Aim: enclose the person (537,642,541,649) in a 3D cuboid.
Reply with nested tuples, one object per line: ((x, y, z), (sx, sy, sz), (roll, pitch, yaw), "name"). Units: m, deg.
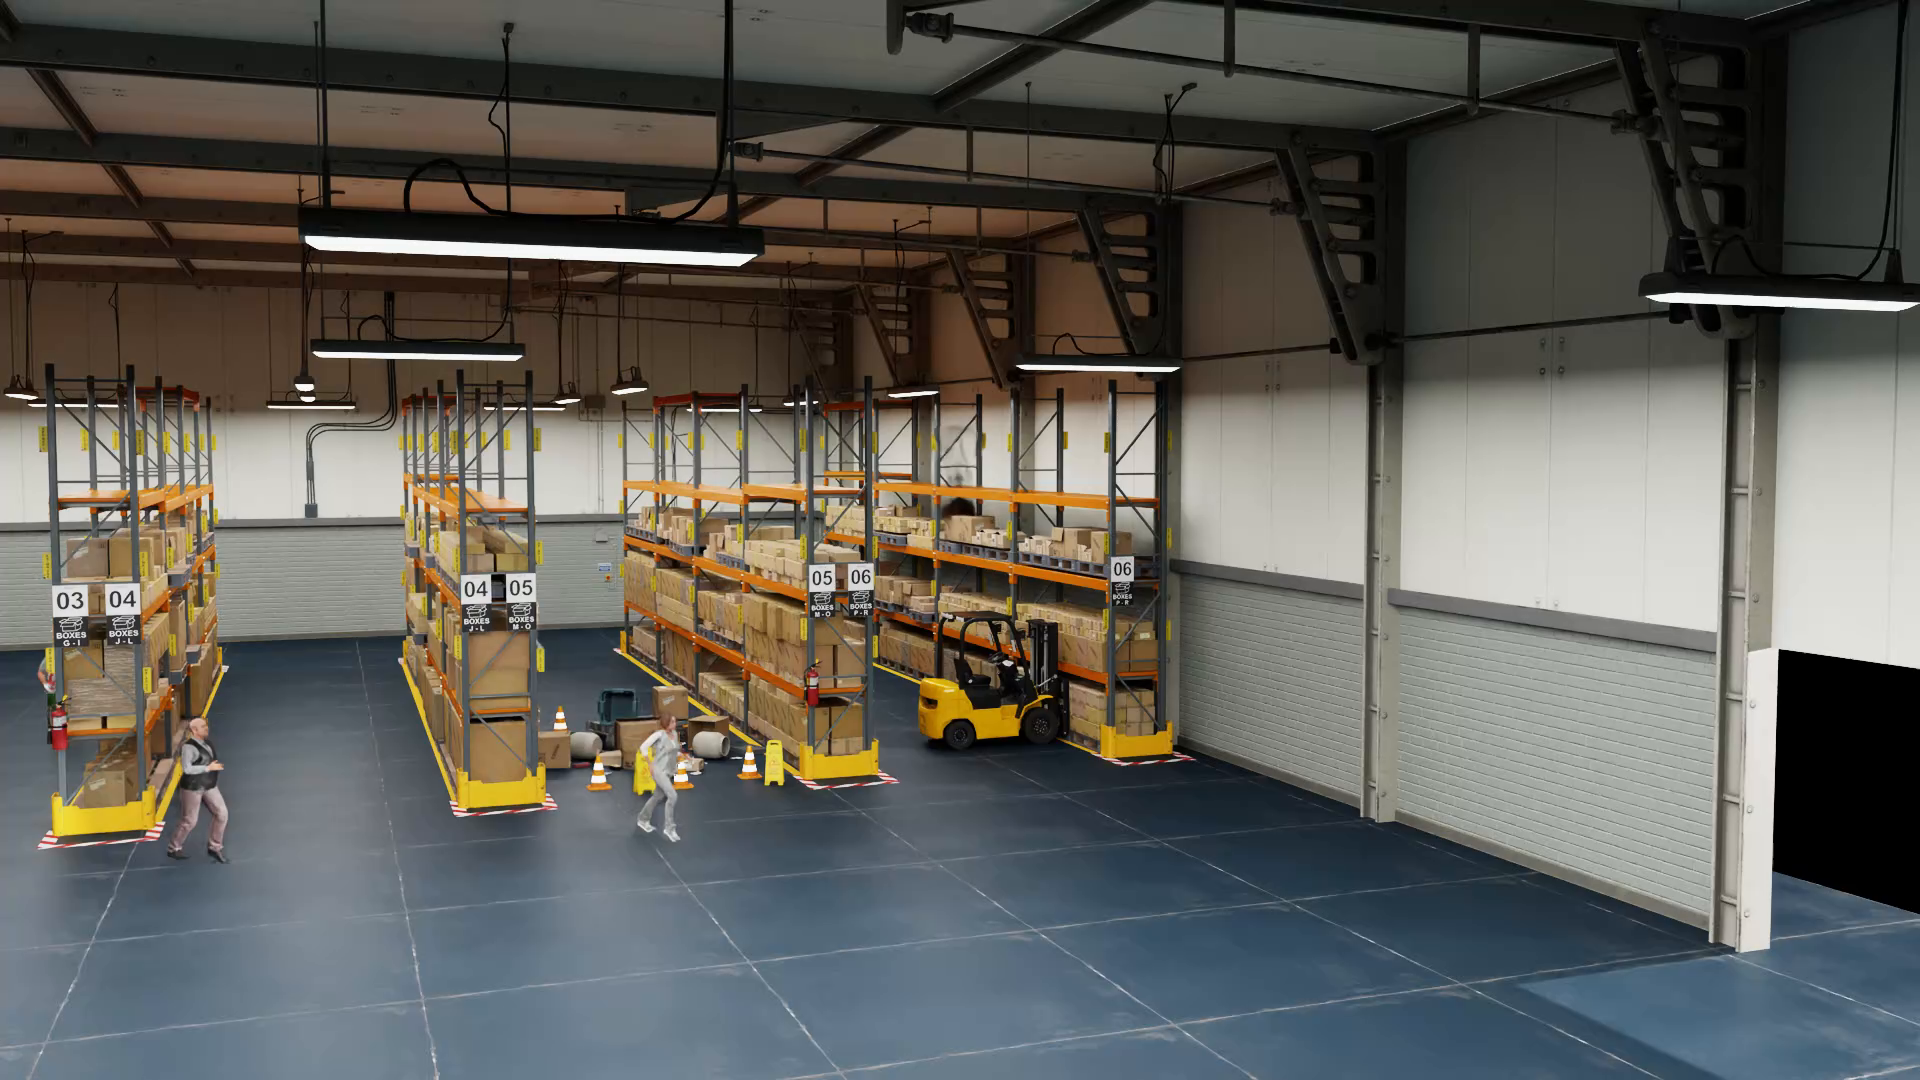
((-10.044, 1.968, 38.340), (0.732, 1.644, 0.632), (3, 4, 38), "person")

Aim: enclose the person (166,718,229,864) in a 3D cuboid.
((-9.027, 2.994, 19.738), (0.817, 1.771, 0.605), (1, 3, 13), "person")

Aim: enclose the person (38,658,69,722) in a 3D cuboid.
((-14.910, 2.525, 27.580), (0.658, 1.772, 1.071), (-2, 4, -27), "person")

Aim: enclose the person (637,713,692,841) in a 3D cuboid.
((-3.769, 2.991, 21.044), (0.815, 1.637, 0.471), (1, 4, 20), "person")
